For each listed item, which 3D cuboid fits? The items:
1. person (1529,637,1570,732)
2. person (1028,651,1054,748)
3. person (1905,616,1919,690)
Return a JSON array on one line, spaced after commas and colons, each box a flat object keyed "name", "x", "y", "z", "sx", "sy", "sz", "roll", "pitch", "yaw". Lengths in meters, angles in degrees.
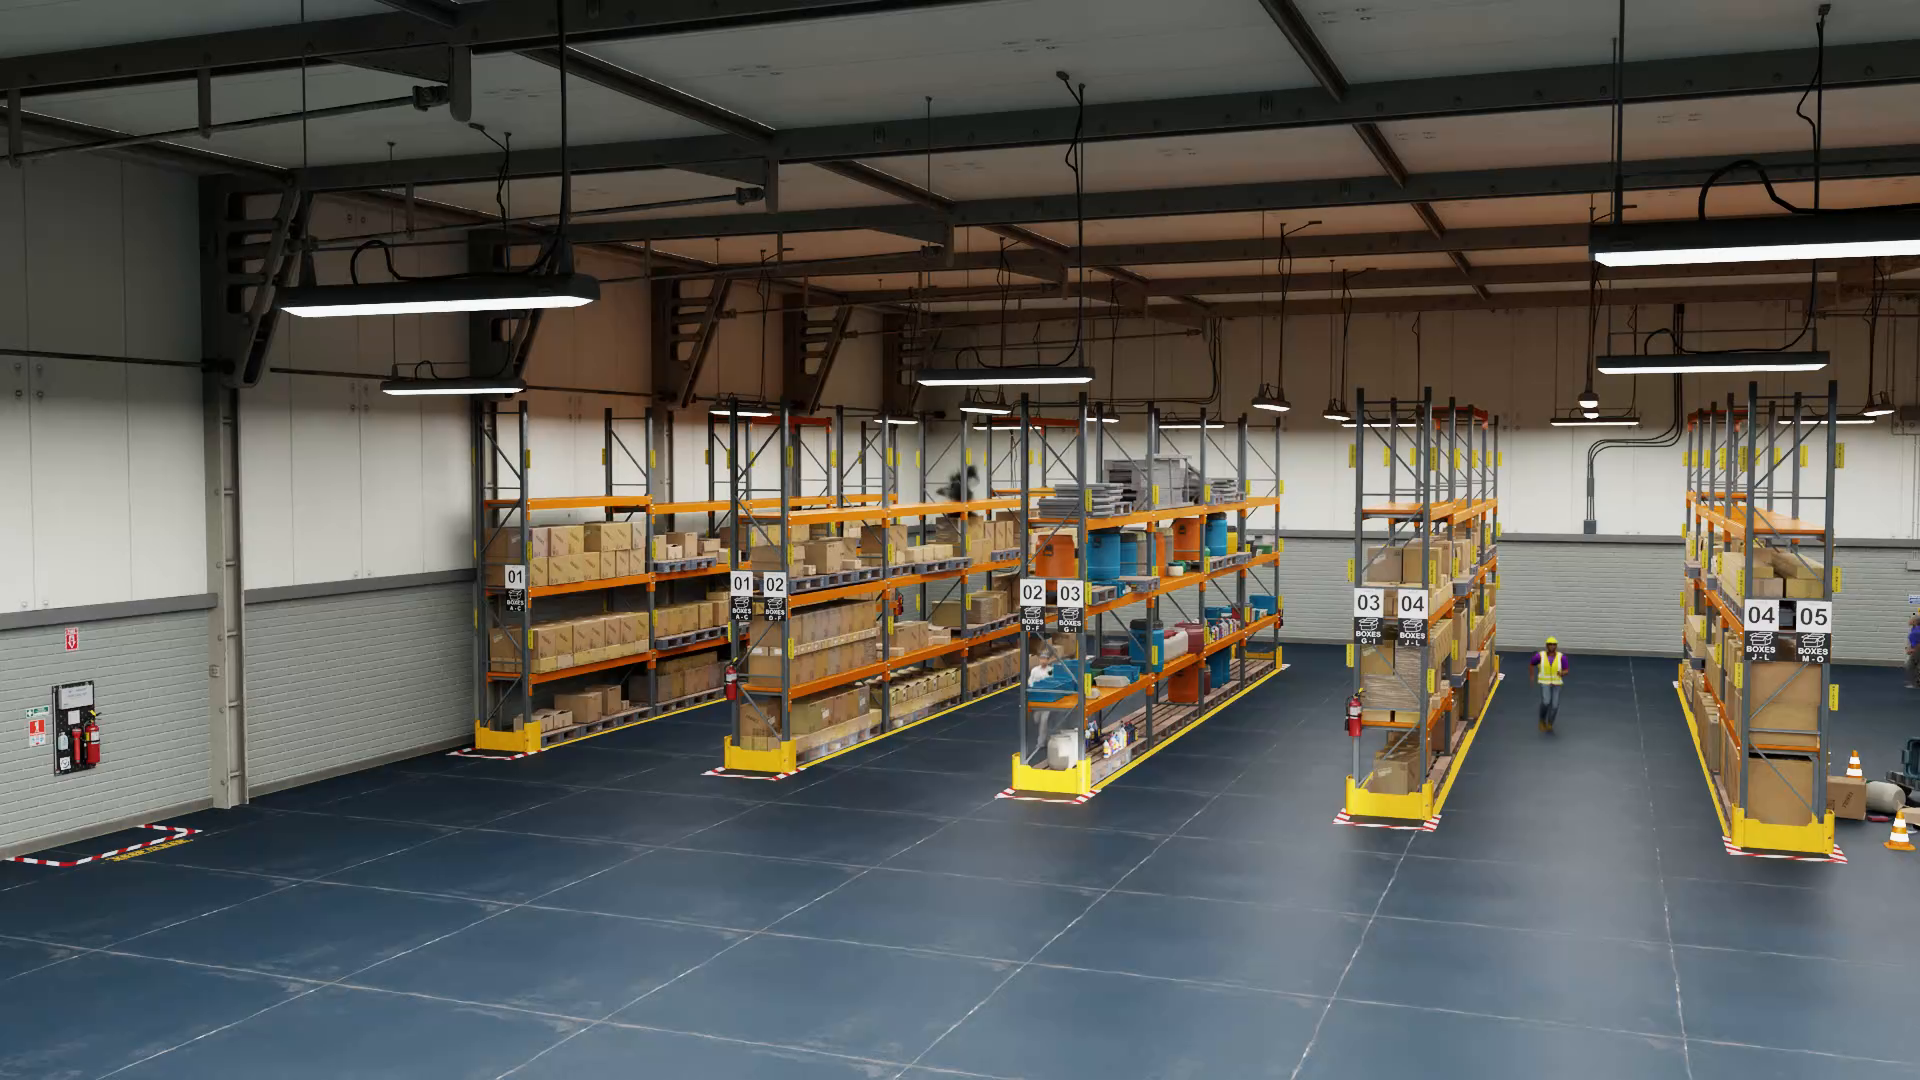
[{"name": "person", "x": 10.762, "y": 2.642, "z": 30.329, "sx": 0.675, "sy": 1.741, "sz": 0.672, "roll": 1, "pitch": 3, "yaw": 10}, {"name": "person", "x": 1.476, "y": 2.751, "z": 29.049, "sx": 0.611, "sy": 1.670, "sz": 0.720, "roll": 1, "pitch": 3, "yaw": 15}, {"name": "person", "x": 20.849, "y": 2.455, "z": 36.056, "sx": 0.593, "sy": 1.605, "sz": 0.560, "roll": 1, "pitch": 3, "yaw": 27}]
